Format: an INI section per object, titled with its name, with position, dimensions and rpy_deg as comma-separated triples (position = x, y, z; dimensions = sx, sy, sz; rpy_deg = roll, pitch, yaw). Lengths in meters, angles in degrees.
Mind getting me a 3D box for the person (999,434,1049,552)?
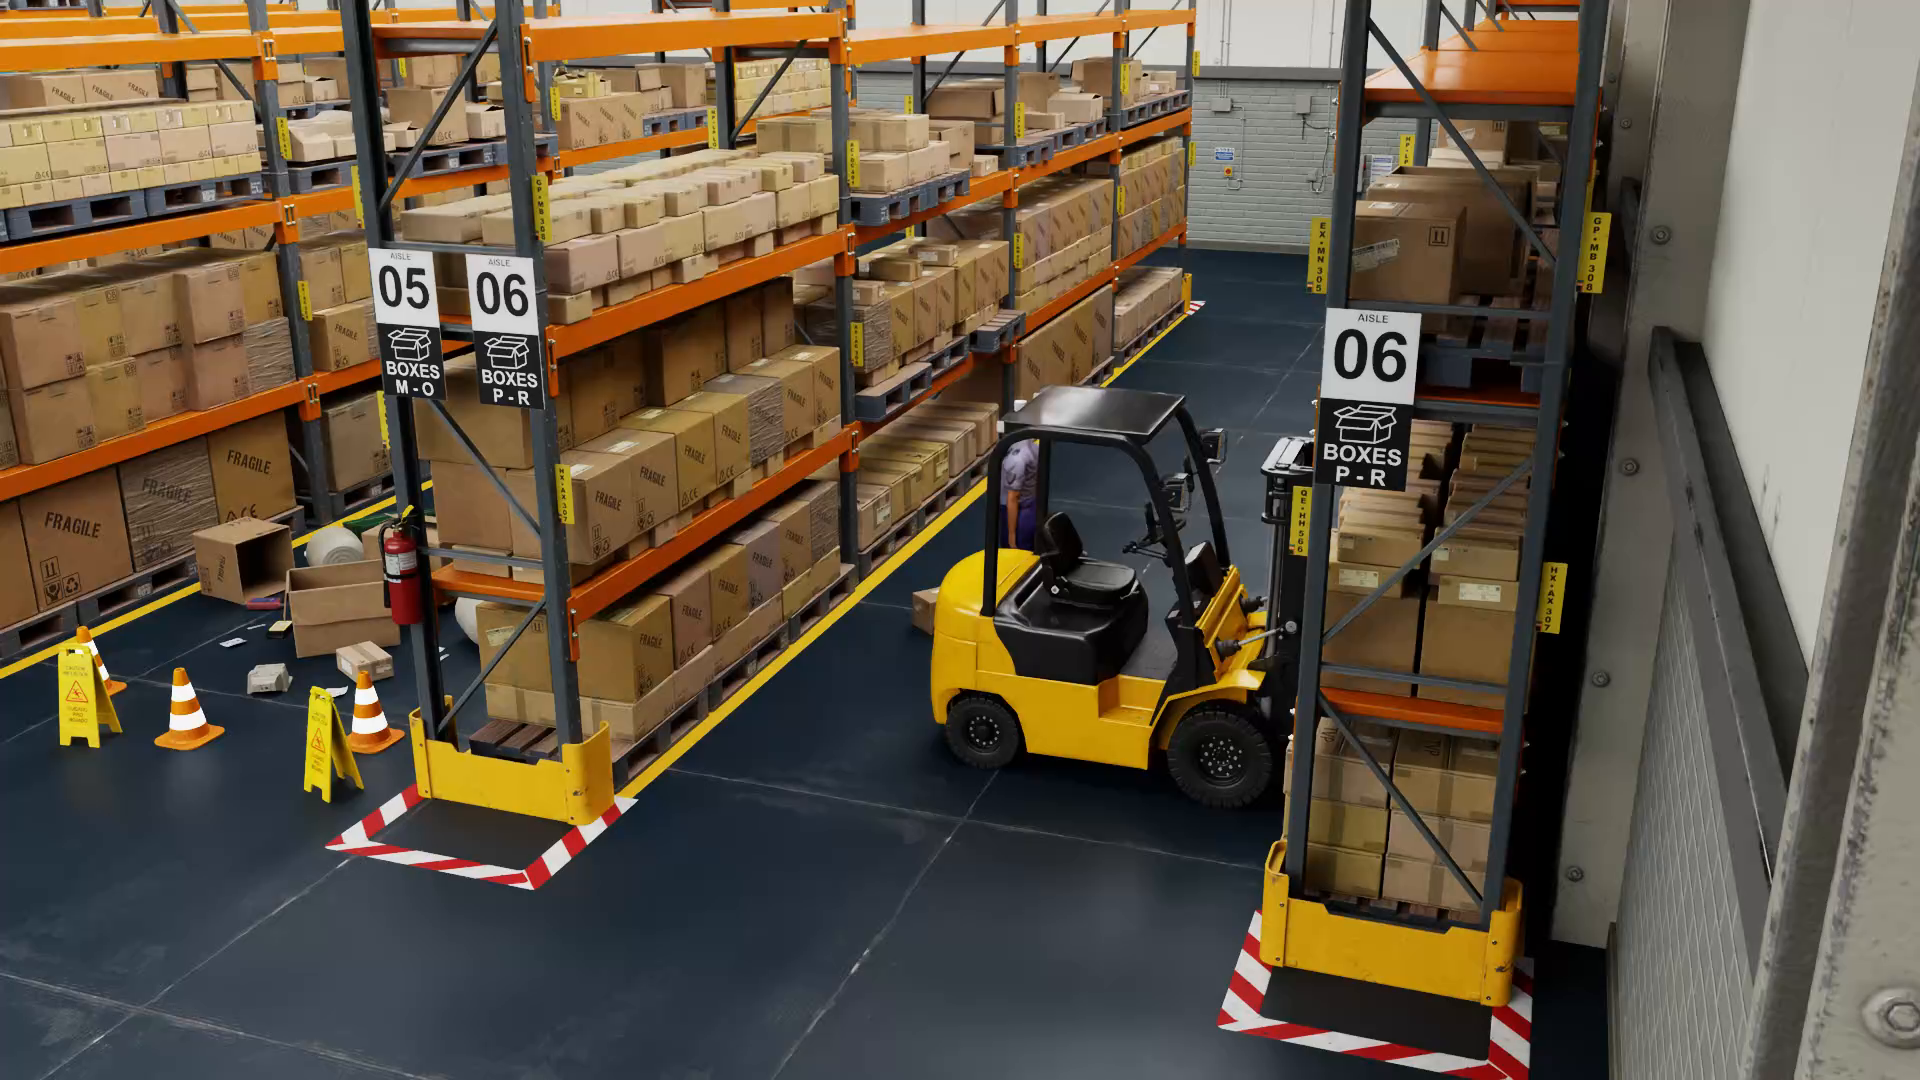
[person]
position = 0.426, -0.112, 11.873
dimensions = 0.364, 1.655, 0.501
rpy_deg = 7, 20, 20
